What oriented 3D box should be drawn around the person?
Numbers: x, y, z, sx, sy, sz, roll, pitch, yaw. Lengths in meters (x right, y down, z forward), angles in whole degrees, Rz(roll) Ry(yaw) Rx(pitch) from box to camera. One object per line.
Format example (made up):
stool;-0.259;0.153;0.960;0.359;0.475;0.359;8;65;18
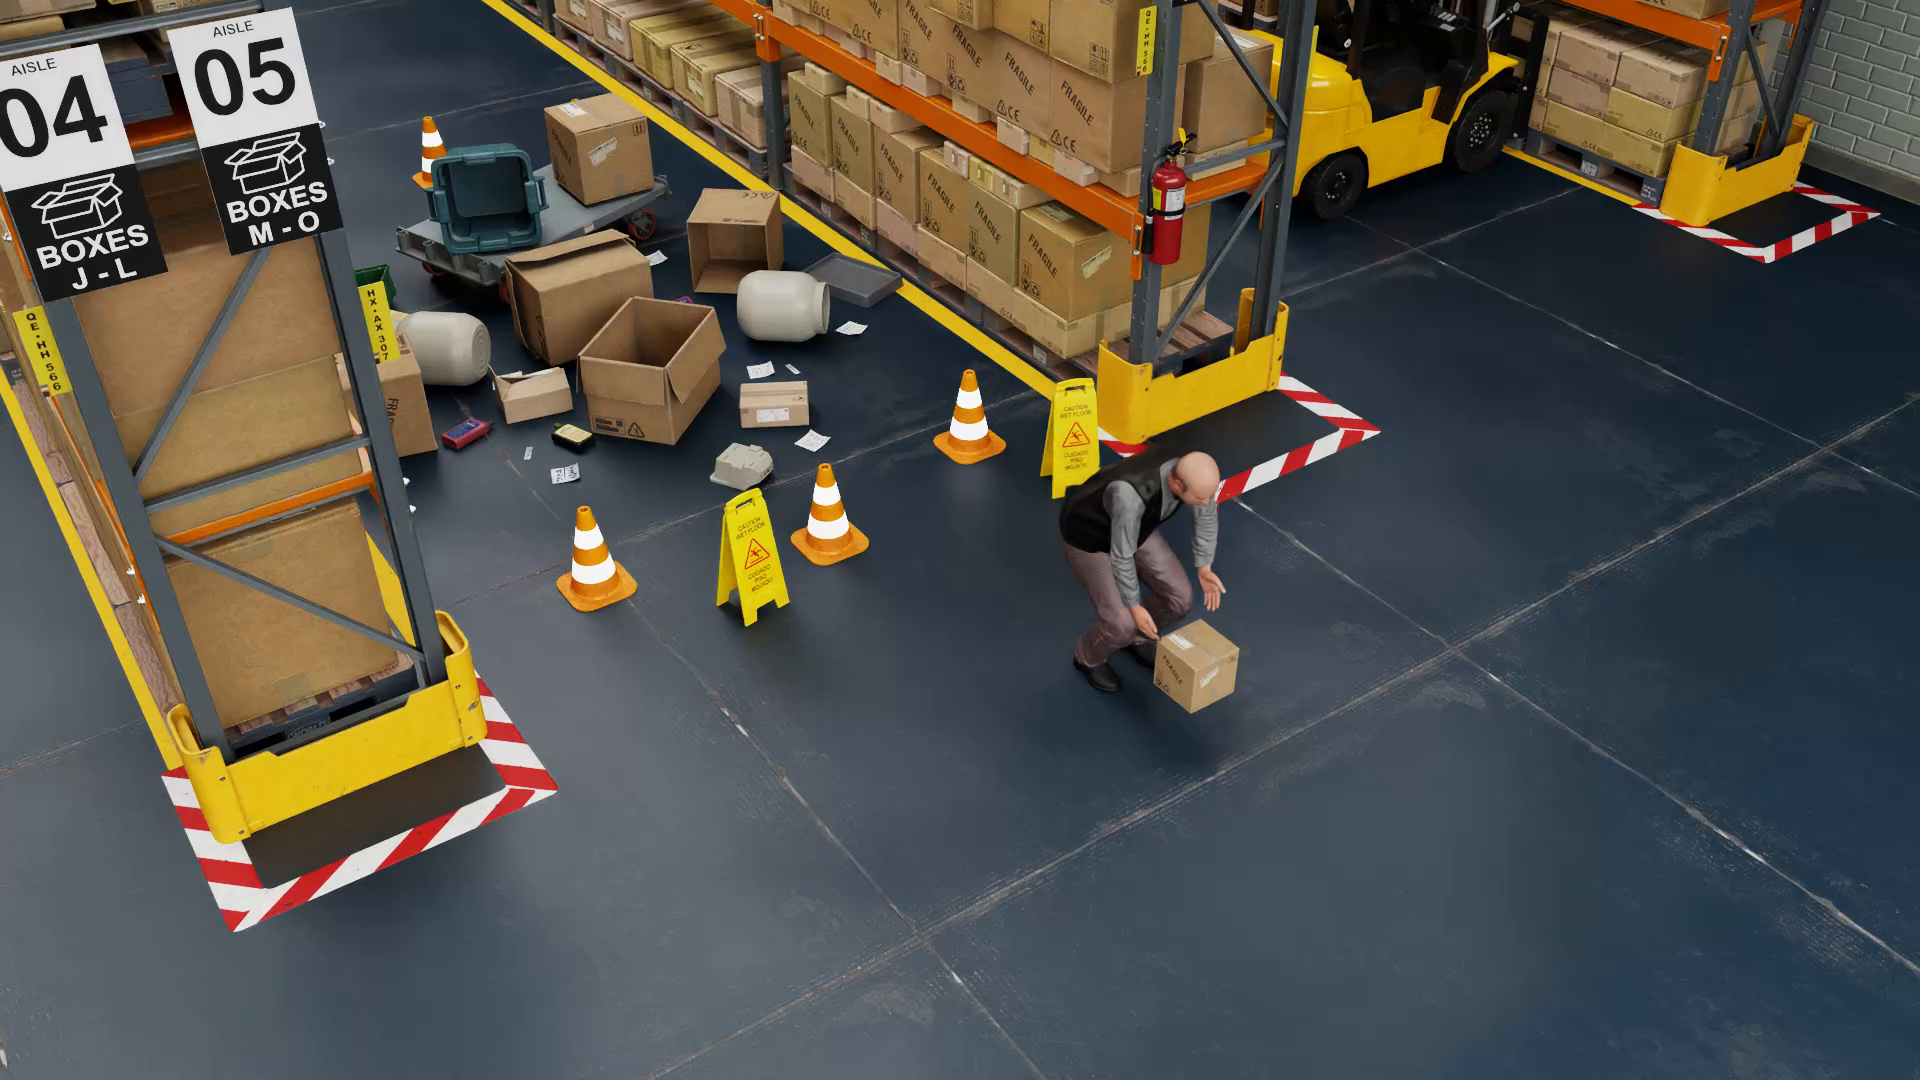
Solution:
person;0.802;0.059;7.290;0.590;1.318;0.754;-22;42;-28
